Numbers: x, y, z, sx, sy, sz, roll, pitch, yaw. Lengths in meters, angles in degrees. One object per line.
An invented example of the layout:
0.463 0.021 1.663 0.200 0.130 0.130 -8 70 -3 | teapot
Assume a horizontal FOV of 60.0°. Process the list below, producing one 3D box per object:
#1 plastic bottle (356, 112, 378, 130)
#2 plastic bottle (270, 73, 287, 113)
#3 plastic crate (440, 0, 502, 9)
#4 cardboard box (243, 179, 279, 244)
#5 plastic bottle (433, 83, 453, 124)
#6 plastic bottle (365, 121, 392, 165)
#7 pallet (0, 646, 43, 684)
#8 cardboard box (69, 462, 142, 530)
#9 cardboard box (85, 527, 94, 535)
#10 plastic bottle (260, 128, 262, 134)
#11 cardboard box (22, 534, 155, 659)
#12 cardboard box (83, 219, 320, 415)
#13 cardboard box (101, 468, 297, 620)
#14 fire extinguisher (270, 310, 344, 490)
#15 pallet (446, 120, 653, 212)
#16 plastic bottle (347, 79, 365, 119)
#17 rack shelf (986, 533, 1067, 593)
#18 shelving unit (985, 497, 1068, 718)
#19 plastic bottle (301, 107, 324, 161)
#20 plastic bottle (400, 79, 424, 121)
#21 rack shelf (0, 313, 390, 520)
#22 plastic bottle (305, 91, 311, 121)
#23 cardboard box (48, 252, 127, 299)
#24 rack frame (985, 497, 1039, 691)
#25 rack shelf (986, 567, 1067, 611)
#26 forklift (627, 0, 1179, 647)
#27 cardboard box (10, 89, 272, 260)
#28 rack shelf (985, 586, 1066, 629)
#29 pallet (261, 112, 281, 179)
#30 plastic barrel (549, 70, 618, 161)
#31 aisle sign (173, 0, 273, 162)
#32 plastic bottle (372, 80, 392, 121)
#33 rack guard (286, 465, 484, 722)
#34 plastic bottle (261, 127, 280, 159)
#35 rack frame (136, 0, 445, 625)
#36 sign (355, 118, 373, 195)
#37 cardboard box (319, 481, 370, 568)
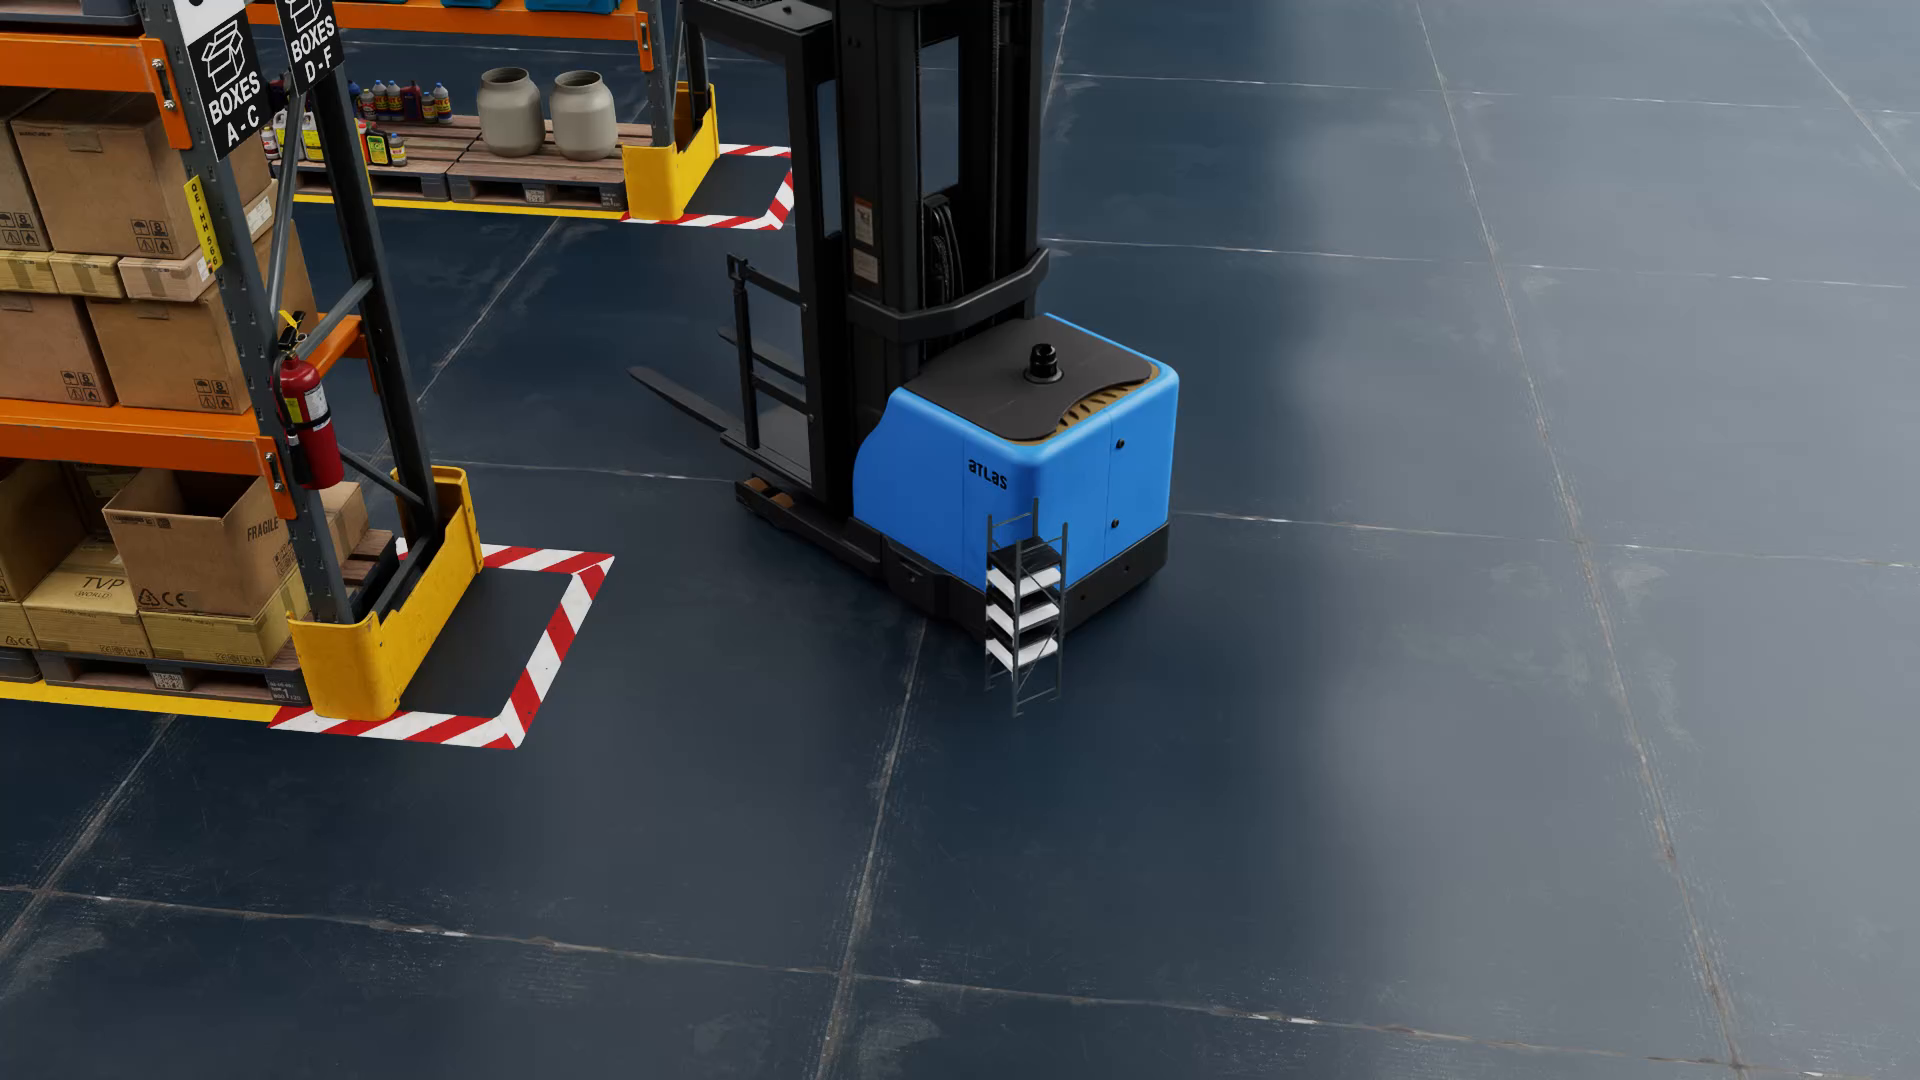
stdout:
-3.964 -2.721 11.128 0.133 0.283 0.061 4 36 6 | plastic bottle
-4.788 -3.154 11.735 0.133 0.283 0.061 7 36 9 | plastic bottle
-3.031 -3.524 10.422 0.408 0.251 0.499 4 36 6 | plastic crate
-2.849 -1.273 6.495 0.250 0.149 0.380 4 36 6 | cardboard box
-3.612 -3.051 11.601 0.097 0.271 0.097 0 36 0 | plastic bottle
-3.849 -2.624 10.991 0.133 0.283 0.061 5 36 7 | plastic bottle
-4.458 0.196 7.482 1.213 0.211 1.003 4 36 6 | pallet
-3.487 -0.376 7.242 0.500 0.500 0.500 4 36 6 | cardboard box
-3.983 -0.107 7.511 0.500 0.250 0.500 4 36 6 | cardboard box
-4.735 -2.731 11.152 0.097 0.271 0.097 0 36 0 | plastic bottle
-3.555 0.234 7.034 0.500 0.250 0.500 4 36 6 | cardboard box
-2.949 -0.898 6.527 0.500 0.500 0.700 4 36 6 | cardboard box
-3.057 -0.040 6.772 0.500 0.500 0.500 4 36 6 | cardboard box
-2.429 -0.507 6.133 0.183 0.674 0.296 4 36 6 | fire extinguisher
-2.739 -2.576 11.365 1.213 0.211 1.003 4 36 6 | pallet
-4.252 -3.099 11.668 0.097 0.271 0.097 0 36 0 | plastic bottle
0.265 0.091 6.629 0.258 0.077 0.200 -20 40 -26 | rack shelf
0.265 0.283 6.766 0.258 0.900 0.210 -20 40 -26 | shelving unit
-4.279 -2.708 11.051 0.185 0.351 0.144 6 36 8 | plastic bottle
-3.834 -3.083 11.635 0.133 0.283 0.061 5 36 7 | plastic bottle
-4.471 -0.670 6.914 4.000 0.370 1.077 4 36 6 | rack shelf
-4.487 -3.043 11.579 0.133 0.283 0.061 4 36 6 | plastic bottle
-3.151 -1.057 6.192 0.250 0.149 0.380 5 36 7 | cardboard box
0.211 0.233 6.836 0.240 0.900 0.006 -20 40 -26 | rack frame
0.265 0.164 6.681 0.258 0.077 0.200 -20 40 -26 | rack shelf
-0.452 -1.443 7.437 3.031 2.935 1.130 29 45 35 | forklift
-3.001 -1.430 6.156 0.500 0.500 0.700 4 36 6 | cardboard box
0.265 0.237 6.733 0.258 0.077 0.200 -20 40 -26 | rack shelf
-5.160 -2.756 11.618 1.213 0.211 1.003 4 36 6 | pallet
-2.515 -2.832 11.104 0.421 0.512 0.421 0 36 0 | plastic barrel
-2.460 -1.699 5.499 0.004 0.787 0.394 4 36 6 | aisle sign
-4.051 -3.084 11.647 0.097 0.271 0.097 0 36 0 | plastic bottle
-2.464 0.204 7.221 0.348 0.500 1.175 4 36 6 | rack guard
-4.608 -2.658 11.110 0.097 0.201 0.097 0 36 0 | plastic bottle
-2.488 -0.815 6.498 0.127 3.000 1.000 4 36 6 | rack frame
-2.411 -1.519 6.671 0.005 0.325 0.100 4 36 6 | sign
-2.991 -0.035 7.410 0.500 0.250 0.500 4 36 6 | cardboard box
